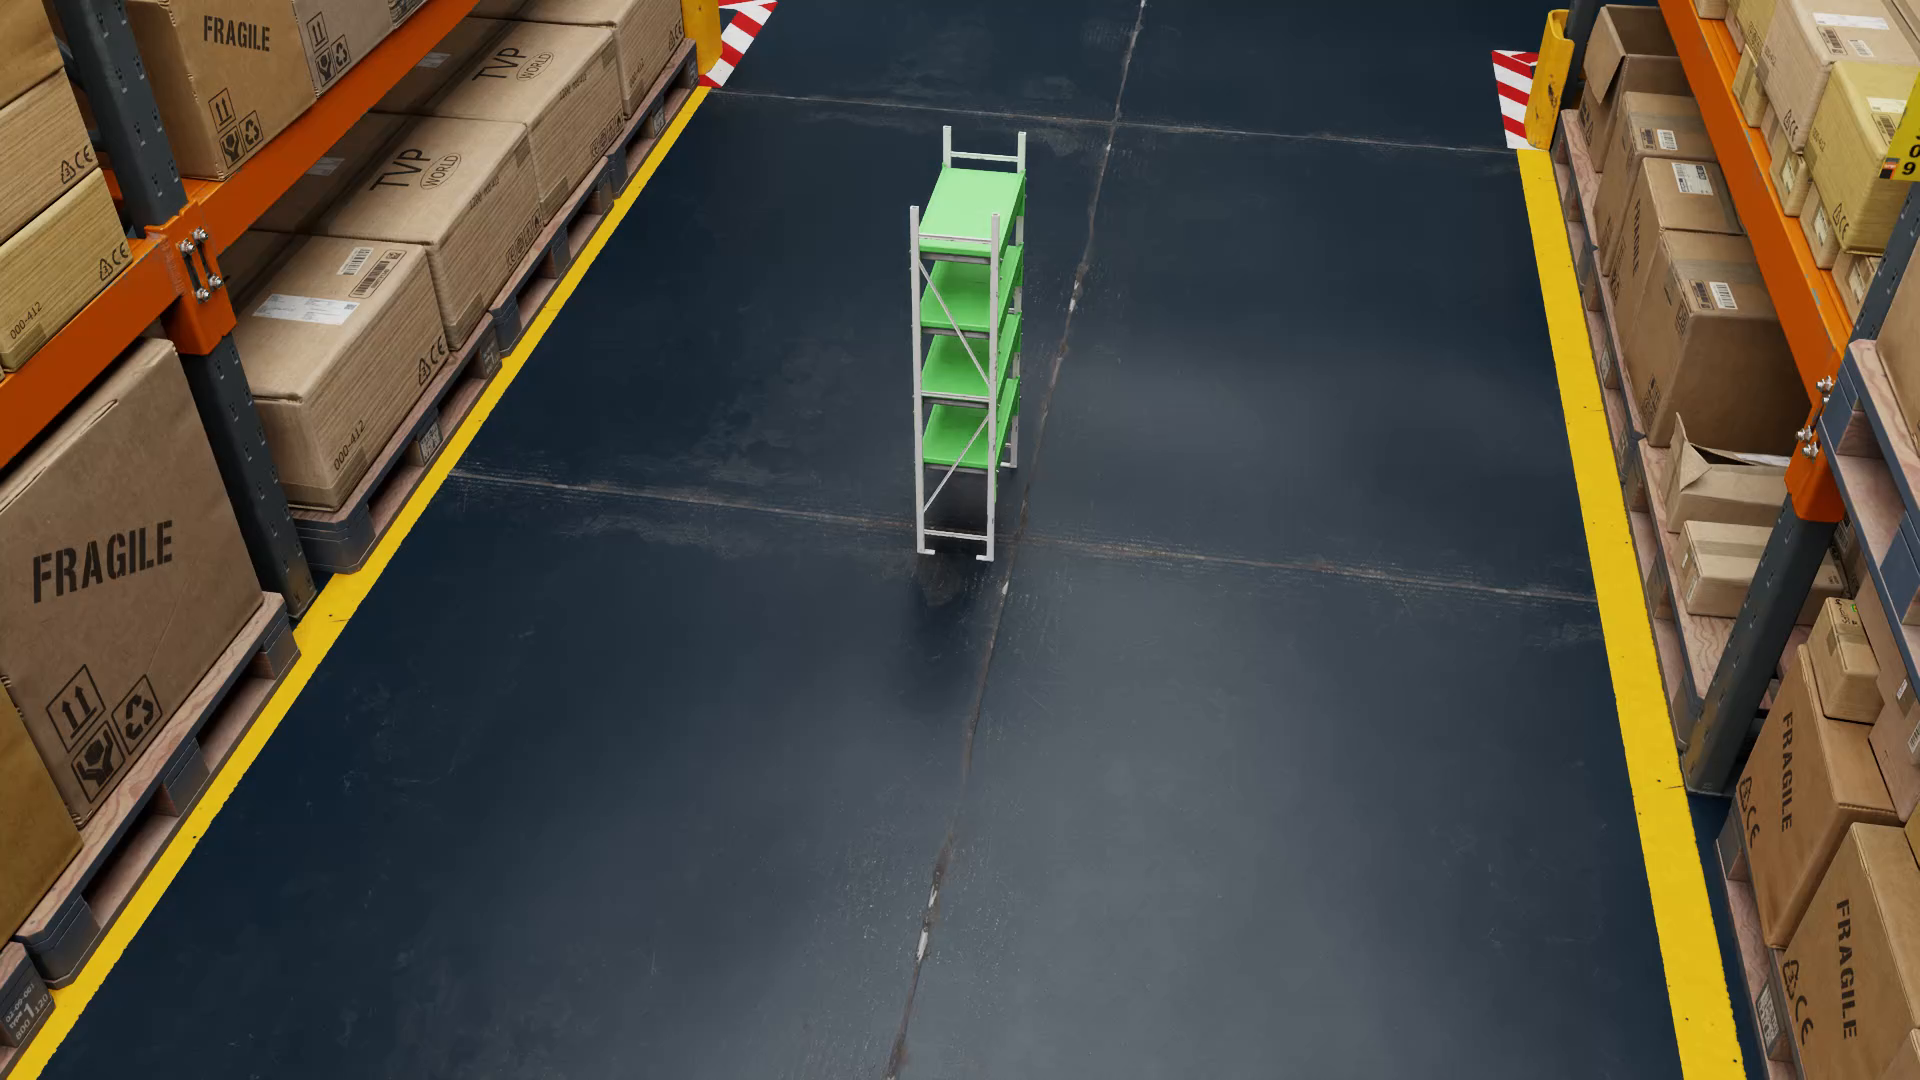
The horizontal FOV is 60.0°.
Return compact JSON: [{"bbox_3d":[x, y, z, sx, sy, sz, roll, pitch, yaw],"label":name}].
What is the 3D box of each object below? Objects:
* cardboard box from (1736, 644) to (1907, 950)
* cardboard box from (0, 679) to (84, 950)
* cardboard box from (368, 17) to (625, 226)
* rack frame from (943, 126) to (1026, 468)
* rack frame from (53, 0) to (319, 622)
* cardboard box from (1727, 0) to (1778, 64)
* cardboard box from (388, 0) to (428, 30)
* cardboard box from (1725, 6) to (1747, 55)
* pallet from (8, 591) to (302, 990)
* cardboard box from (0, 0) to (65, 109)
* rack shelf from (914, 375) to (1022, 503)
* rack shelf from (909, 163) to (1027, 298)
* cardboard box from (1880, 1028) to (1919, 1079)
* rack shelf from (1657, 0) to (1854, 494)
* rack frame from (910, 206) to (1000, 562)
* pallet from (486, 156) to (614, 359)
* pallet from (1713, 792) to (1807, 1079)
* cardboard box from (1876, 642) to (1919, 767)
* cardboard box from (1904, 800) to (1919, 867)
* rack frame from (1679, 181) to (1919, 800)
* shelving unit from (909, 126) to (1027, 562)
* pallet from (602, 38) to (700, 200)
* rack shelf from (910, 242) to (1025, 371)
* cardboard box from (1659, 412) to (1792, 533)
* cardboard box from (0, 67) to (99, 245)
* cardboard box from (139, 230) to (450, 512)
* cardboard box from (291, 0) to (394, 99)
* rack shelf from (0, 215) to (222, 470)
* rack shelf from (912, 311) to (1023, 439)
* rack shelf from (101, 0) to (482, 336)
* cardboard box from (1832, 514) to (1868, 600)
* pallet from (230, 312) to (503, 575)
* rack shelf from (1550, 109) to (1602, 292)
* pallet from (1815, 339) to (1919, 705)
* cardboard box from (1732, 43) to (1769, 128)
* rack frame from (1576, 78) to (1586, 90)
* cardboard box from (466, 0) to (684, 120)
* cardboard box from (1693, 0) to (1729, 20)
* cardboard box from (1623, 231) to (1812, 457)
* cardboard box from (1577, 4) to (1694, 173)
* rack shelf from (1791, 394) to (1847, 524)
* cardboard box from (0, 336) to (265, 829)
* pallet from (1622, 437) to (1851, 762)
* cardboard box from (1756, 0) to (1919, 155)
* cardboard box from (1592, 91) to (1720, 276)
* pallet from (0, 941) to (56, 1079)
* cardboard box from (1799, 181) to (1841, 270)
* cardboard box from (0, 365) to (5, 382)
[{"bbox_3d":[2.133,0.618,3.781,0.500,0.500,0.500,8,40,10],"label":"cardboard box"},{"bbox_3d":[-2.629,0.615,3.490,0.875,0.875,0.875,7,40,9],"label":"cardboard box"},{"bbox_3d":[-1.925,-1.692,6.623,0.875,0.438,0.875,7,40,9],"label":"cardboard box"},{"bbox_3d":[0.071,-0.719,5.179,0.240,1.200,0.015,6,40,8],"label":"rack frame"},{"bbox_3d":[-2.452,-1.008,4.115,1.000,3.000,0.127,6,40,8],"label":"rack frame"},{"bbox_3d":[2.457,-1.493,4.587,0.500,0.250,0.500,6,40,7],"label":"cardboard box"},{"bbox_3d":[-1.929,-1.938,5.162,0.500,0.500,0.500,7,40,8],"label":"cardboard box"},{"bbox_3d":[2.529,-1.560,4.980,0.380,0.149,0.250,6,40,8],"label":"cardboard box"},{"bbox_3d":[-2.511,0.560,4.407,1.003,0.211,1.213,6,40,8],"label":"pallet"},{"bbox_3d":[-2.282,-1.123,3.391,0.500,0.500,0.500,8,40,9],"label":"cardboard box"},{"bbox_3d":[0.029,-0.332,5.187,0.258,0.148,0.480,6,40,8],"label":"rack shelf"},{"bbox_3d":[0.029,-0.887,4.728,0.258,0.148,0.480,6,40,8],"label":"rack shelf"},{"bbox_3d":[1.959,1.266,2.997,0.500,0.500,0.500,5,40,6],"label":"cardboard box"},{"bbox_3d":[2.784,-1.440,5.203,1.077,0.370,4.000,6,40,8],"label":"rack shelf"},{"bbox_3d":[-0.014,-0.413,4.808,0.240,1.200,0.015,6,40,8],"label":"rack frame"},{"bbox_3d":[-2.034,-1.169,6.499,1.003,0.211,1.213,6,40,8],"label":"pallet"},{"bbox_3d":[2.334,1.127,3.722,1.003,0.211,1.213,6,40,8],"label":"pallet"},{"bbox_3d":[2.116,0.339,3.376,0.380,0.149,0.250,5,40,6],"label":"cardboard box"},{"bbox_3d":[2.109,0.629,3.258,0.380,0.149,0.250,4,40,5],"label":"cardboard box"},{"bbox_3d":[2.438,-0.463,3.455,1.000,3.000,0.127,6,40,8],"label":"rack frame"},{"bbox_3d":[0.029,-0.566,4.993,0.258,1.200,0.503,6,40,8],"label":"shelving unit"},{"bbox_3d":[-1.821,-1.933,7.422,1.003,0.211,1.213,6,40,8],"label":"pallet"},{"bbox_3d":[0.029,-0.702,4.881,0.258,0.148,0.480,6,40,8],"label":"rack shelf"},{"bbox_3d":[2.307,-0.177,4.926,0.396,0.266,0.258,8,40,9],"label":"cardboard box"},{"bbox_3d":[-2.288,-0.839,3.636,0.500,0.250,0.500,6,40,8],"label":"cardboard box"},{"bbox_3d":[-2.237,-0.564,5.259,0.875,0.438,0.875,6,40,7],"label":"cardboard box"},{"bbox_3d":[-2.021,-1.627,4.785,0.500,0.500,0.500,7,40,8],"label":"cardboard box"},{"bbox_3d":[-2.798,0.525,2.826,1.077,0.370,4.000,6,40,8],"label":"rack shelf"},{"bbox_3d":[0.029,-0.517,5.034,0.258,0.148,0.480,6,40,8],"label":"rack shelf"},{"bbox_3d":[-2.105,-1.985,5.862,1.077,0.370,4.000,6,40,8],"label":"rack shelf"},{"bbox_3d":[2.785,0.023,4.648,0.500,0.311,0.500,8,40,9],"label":"cardboard box"},{"bbox_3d":[-2.243,-0.401,5.570,1.003,0.211,1.213,6,40,8],"label":"pallet"},{"bbox_3d":[-12.545,-0.712,3.915,30.696,2.800,11.642,6,40,8],"label":"rack shelf"},{"bbox_3d":[2.192,0.101,2.925,1.003,0.211,1.213,6,40,8],"label":"pallet"},{"bbox_3d":[2.378,-1.250,4.605,0.380,0.149,0.250,6,40,7],"label":"cardboard box"},{"bbox_3d":[3.127,-2.973,6.492,0.949,2.616,0.053,6,40,8],"label":"rack frame"},{"bbox_3d":[-1.775,-2.267,7.319,0.875,0.438,0.875,5,40,6],"label":"cardboard box"},{"bbox_3d":[2.506,-1.729,5.185,0.380,0.149,0.250,7,40,9],"label":"cardboard box"},{"bbox_3d":[2.565,-0.614,5.271,0.700,0.500,0.500,5,40,6],"label":"cardboard box"},{"bbox_3d":[2.931,-1.799,6.702,0.797,0.503,0.637,5,40,6],"label":"cardboard box"},{"bbox_3d":[2.092,1.070,2.166,1.077,0.370,4.000,6,40,8],"label":"rack shelf"},{"bbox_3d":[-2.480,0.047,4.176,0.875,0.875,0.875,8,40,9],"label":"cardboard box"},{"bbox_3d":[2.558,0.181,4.865,1.003,0.211,1.213,6,40,8],"label":"pallet"},{"bbox_3d":[2.358,-1.182,4.210,0.500,0.250,0.500,7,40,8],"label":"cardboard box"},{"bbox_3d":[2.745,-1.266,6.059,0.700,0.500,0.500,8,40,9],"label":"cardboard box"},{"bbox_3d":[-2.720,1.328,3.479,1.003,0.211,1.213,6,40,8],"label":"pallet"},{"bbox_3d":[2.268,-0.759,4.012,0.380,0.149,0.250,7,40,9],"label":"cardboard box"},{"bbox_3d":[-2.370,-0.321,3.402,0.500,0.250,0.500,6,40,7],"label":"cardboard box"}]
